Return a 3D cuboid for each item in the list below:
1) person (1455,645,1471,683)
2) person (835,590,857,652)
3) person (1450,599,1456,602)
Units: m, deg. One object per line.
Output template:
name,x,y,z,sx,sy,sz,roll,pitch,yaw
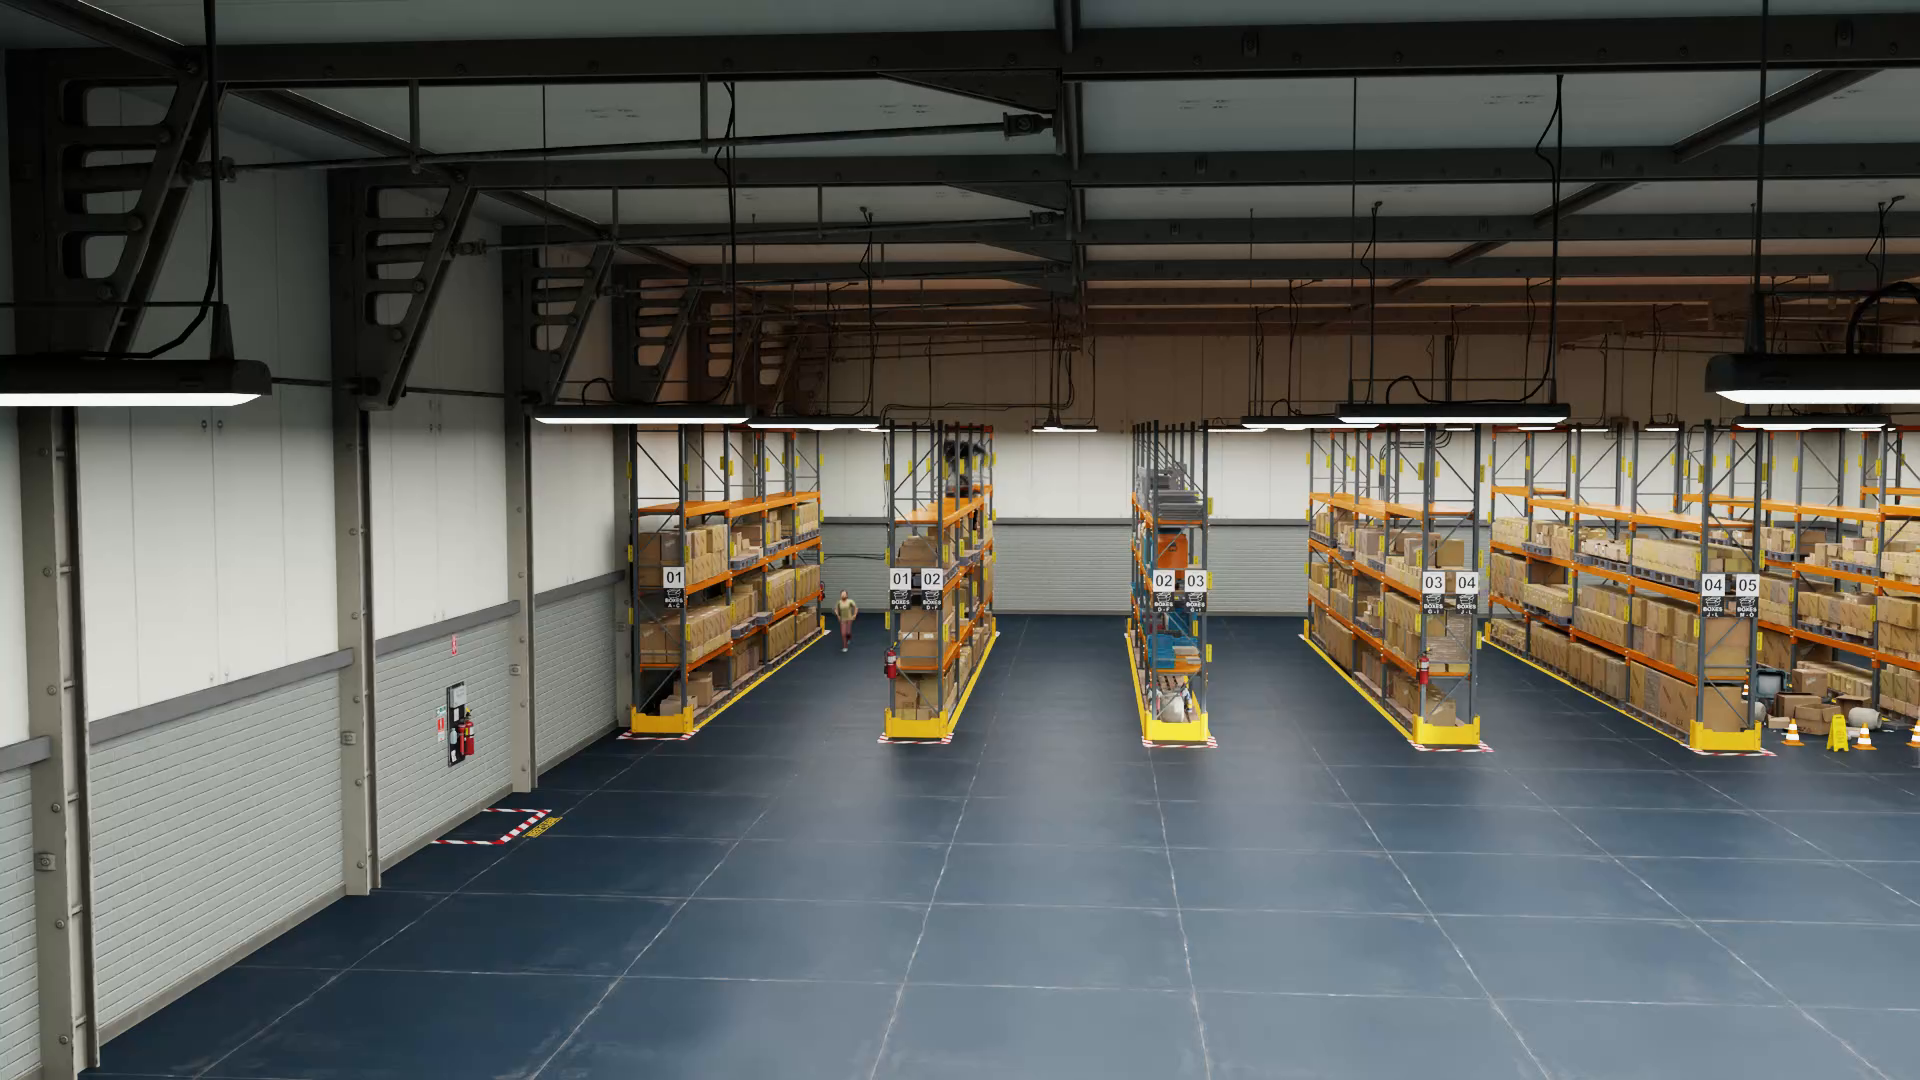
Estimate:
person,11.552,2.575,38.372,0.627,1.486,0.766,1,4,13
person,-3.021,2.134,43.988,0.592,1.635,0.621,0,4,5
person,13.524,1.949,46.316,0.737,1.700,0.551,2,4,27
